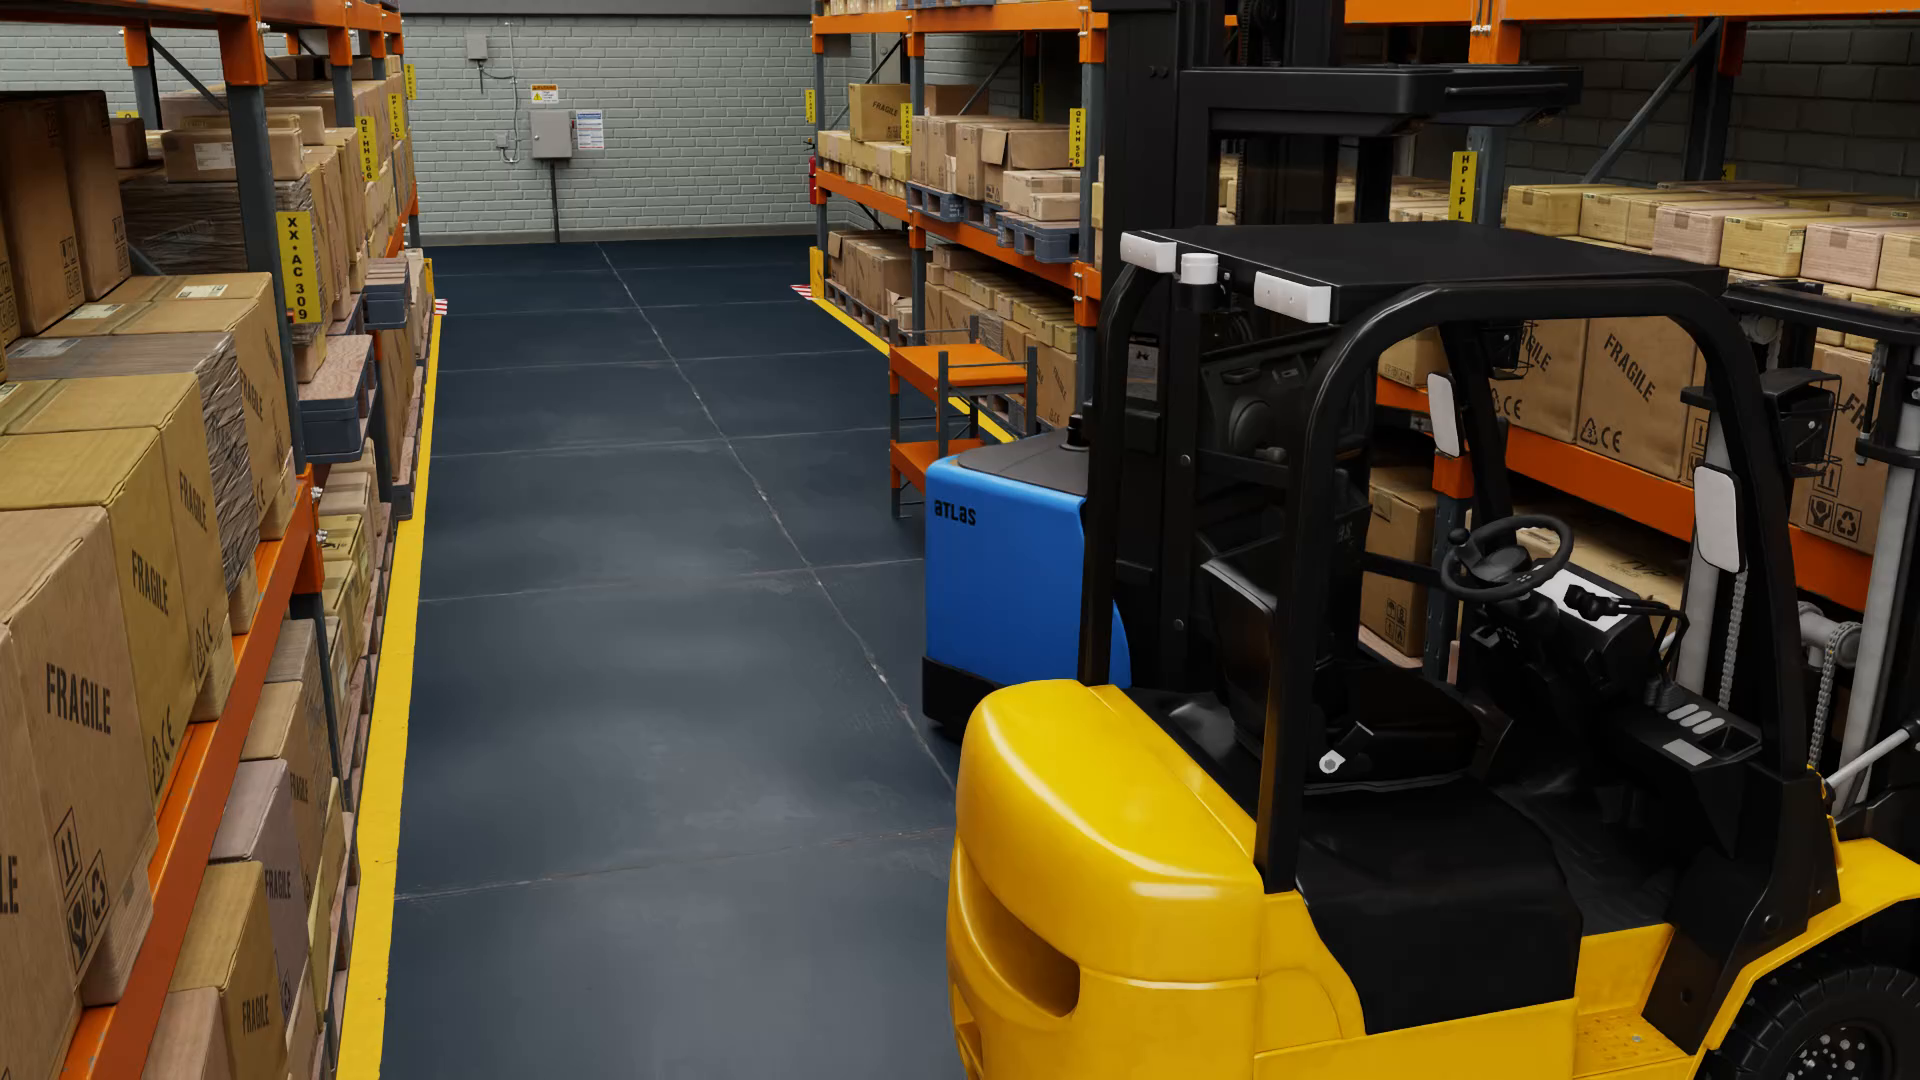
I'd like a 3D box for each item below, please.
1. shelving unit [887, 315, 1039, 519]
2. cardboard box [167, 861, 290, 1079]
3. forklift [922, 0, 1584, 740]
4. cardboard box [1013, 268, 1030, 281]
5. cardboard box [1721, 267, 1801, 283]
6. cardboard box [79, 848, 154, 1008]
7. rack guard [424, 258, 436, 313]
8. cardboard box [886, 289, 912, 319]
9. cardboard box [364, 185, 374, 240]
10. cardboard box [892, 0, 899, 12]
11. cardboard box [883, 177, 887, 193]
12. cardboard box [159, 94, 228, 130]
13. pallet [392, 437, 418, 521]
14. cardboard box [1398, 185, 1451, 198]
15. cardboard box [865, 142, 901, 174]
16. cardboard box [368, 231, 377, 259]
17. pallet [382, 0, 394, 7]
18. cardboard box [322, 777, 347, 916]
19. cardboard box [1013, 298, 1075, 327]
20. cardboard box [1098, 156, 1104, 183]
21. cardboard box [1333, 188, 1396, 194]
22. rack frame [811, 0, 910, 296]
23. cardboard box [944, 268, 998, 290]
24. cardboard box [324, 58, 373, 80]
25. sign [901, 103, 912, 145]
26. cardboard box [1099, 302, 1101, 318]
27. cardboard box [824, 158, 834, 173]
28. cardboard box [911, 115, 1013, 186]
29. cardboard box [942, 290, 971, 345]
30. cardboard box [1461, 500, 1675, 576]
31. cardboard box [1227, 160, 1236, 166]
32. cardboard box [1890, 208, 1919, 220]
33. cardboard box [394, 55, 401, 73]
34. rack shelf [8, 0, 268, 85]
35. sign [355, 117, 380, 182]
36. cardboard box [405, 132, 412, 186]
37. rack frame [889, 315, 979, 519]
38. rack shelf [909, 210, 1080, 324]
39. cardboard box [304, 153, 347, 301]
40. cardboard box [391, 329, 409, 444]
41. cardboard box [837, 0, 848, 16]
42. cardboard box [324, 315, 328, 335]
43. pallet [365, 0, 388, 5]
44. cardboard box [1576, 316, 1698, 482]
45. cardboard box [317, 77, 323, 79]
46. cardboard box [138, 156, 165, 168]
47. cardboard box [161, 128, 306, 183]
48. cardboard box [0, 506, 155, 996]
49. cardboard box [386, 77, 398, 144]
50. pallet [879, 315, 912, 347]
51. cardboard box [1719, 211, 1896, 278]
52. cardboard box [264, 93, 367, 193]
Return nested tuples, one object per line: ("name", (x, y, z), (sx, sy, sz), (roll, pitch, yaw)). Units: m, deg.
("shelving unit", (-0.002, -0.541, 8.796), (0.538, 1.125, 1.048), (-5, 17, -15))
("cardboard box", (-1.616, 0.984, 3.208), (0.500, 0.500, 0.500), (-4, 17, -14))
("forklift", (1.257, -0.471, 5.424), (3.031, 2.935, 1.130), (16, 23, 42))
("cardboard box", (0.629, -2.047, 13.039), (0.380, 0.149, 0.250), (-5, 17, -15))
("cardboard box", (2.370, -0.699, 4.762), (0.380, 0.149, 0.250), (-5, 17, -16))
("cardboard box", (-1.373, 0.550, 2.342), (0.380, 0.149, 0.250), (-4, 17, -14))
("rack guard", (-5.779, -2.472, 16.314), (1.175, 0.500, 0.348), (-5, 17, -15))
("cardboard box", (-0.435, -2.071, 14.656), (0.396, 0.266, 0.258), (-4, 17, -13))
("cardboard box", (-3.475, -1.777, 9.047), (0.500, 0.250, 0.500), (-5, 17, -16))
("cardboard box", (-0.349, -4.410, 13.643), (0.380, 0.149, 0.250), (-5, 17, -15))
("cardboard box", (-0.465, -3.113, 14.538), (0.380, 0.149, 0.250), (-4, 17, -14))
("cardboard box", (-3.967, -2.099, 8.814), (0.500, 0.500, 0.500), (-5, 17, -17))
("pallet", (-3.718, -0.339, 9.712), (1.003, 0.211, 1.213), (-5, 17, -15))
("cardboard box", (2.182, -1.497, 7.421), (0.380, 0.149, 0.250), (-5, 17, -15))
("cardboard box", (-0.552, -3.419, 14.862), (0.500, 0.250, 0.500), (-5, 17, -16))
("cardboard box", (-3.466, -1.534, 9.104), (0.500, 0.250, 0.500), (-5, 17, -16))
("pallet", (-5.219, -4.515, 13.708), (1.003, 0.211, 1.213), (-5, 17, -15))
("cardboard box", (-2.054, 0.914, 4.744), (0.500, 0.250, 0.500), (-4, 17, -13))
("cardboard box", (0.586, -1.570, 11.451), (0.380, 0.149, 0.250), (-5, 17, -16))
("cardboard box", (1.002, -2.091, 9.397), (0.380, 0.149, 0.250), (-4, 17, -14))
("cardboard box", (1.673, -1.454, 7.277), (0.380, 0.149, 0.250), (-5, 17, -17))
("rack frame", (-1.001, -4.056, 17.242), (1.000, 3.000, 0.127), (-5, 17, -15))
("cardboard box", (0.092, -2.074, 13.130), (0.380, 0.149, 0.250), (-5, 17, -17))
("cardboard box", (-4.510, -3.502, 12.356), (0.380, 0.149, 0.250), (-5, 17, -16))
("sign", (-0.421, -3.320, 13.284), (0.100, 0.325, 0.005), (-5, 17, -15))
("cardboard box", (1.176, -1.548, 11.378), (0.380, 0.149, 0.250), (-6, 18, -18))
("cardboard box", (-1.174, -3.823, 16.903), (0.380, 0.149, 0.250), (-5, 17, -16))
("cardboard box", (0.016, -3.047, 12.980), (0.700, 0.500, 0.500), (-4, 17, -14))
("cardboard box", (0.171, -1.656, 12.866), (0.500, 0.500, 0.500), (-5, 17, -16))
("cardboard box", (2.128, 0.058, 5.855), (0.500, 0.250, 0.500), (-5, 17, -16))
("cardboard box", (1.674, -1.988, 9.055), (0.380, 0.149, 0.250), (-5, 17, -15))
("cardboard box", (2.971, -0.891, 4.887), (0.380, 0.149, 0.250), (-5, 17, -16))
("cardboard box", (-5.236, -4.284, 14.960), (0.380, 0.149, 0.250), (-5, 17, -16))
("rack shelf", (-1.925, -0.882, 2.712), (1.077, 0.370, 4.000), (-5, 17, -15))
("sign", (-3.055, -2.012, 8.562), (0.100, 0.325, 0.005), (-5, 17, -15))
("cardboard box", (-5.111, -3.317, 14.606), (0.500, 0.500, 0.500), (-4, 17, -14))
("rack frame", (-0.142, -0.681, 9.265), (0.500, 1.125, 0.032), (-5, 17, -15))
("rack shelf", (0.648, -2.052, 11.821), (1.077, 0.370, 4.000), (-5, 17, -15))
("cardboard box", (-2.588, -1.164, 6.192), (0.500, 0.500, 0.500), (-5, 17, -16))
("cardboard box", (-3.925, -1.078, 10.291), (0.875, 0.875, 0.875), (-4, 17, -15))
("cardboard box", (-0.937, -4.974, 15.521), (0.380, 0.149, 0.250), (-5, 17, -15))
("cardboard box", (-2.565, -0.819, 6.171), (0.380, 0.149, 0.250), (-4, 17, -14))
("pallet", (-4.888, -4.178, 12.586), (1.003, 0.211, 1.213), (-5, 17, -15))
("cardboard box", (2.327, -0.499, 5.225), (0.500, 0.500, 0.500), (-4, 17, -14))
("cardboard box", (-5.200, -3.333, 12.922), (0.500, 0.500, 0.500), (-5, 17, -16))
("cardboard box", (-3.096, -1.125, 6.063), (0.500, 0.500, 0.500), (-4, 17, -13))
("cardboard box", (-2.264, -1.204, 5.197), (0.380, 0.149, 0.250), (-5, 17, -15))
("cardboard box", (-1.384, 0.276, 2.127), (0.500, 0.500, 0.500), (-4, 17, -14))
("cardboard box", (-4.704, -3.374, 13.060), (0.500, 0.500, 0.500), (-5, 17, -16))
("pallet", (-0.089, -1.804, 14.593), (1.003, 0.211, 1.213), (-5, 17, -15))
("cardboard box", (2.406, -0.842, 4.724), (0.380, 0.149, 0.250), (-5, 17, -16))
("cardboard box", (-3.474, -2.133, 8.926), (0.500, 0.500, 0.500), (-5, 18, -17))
